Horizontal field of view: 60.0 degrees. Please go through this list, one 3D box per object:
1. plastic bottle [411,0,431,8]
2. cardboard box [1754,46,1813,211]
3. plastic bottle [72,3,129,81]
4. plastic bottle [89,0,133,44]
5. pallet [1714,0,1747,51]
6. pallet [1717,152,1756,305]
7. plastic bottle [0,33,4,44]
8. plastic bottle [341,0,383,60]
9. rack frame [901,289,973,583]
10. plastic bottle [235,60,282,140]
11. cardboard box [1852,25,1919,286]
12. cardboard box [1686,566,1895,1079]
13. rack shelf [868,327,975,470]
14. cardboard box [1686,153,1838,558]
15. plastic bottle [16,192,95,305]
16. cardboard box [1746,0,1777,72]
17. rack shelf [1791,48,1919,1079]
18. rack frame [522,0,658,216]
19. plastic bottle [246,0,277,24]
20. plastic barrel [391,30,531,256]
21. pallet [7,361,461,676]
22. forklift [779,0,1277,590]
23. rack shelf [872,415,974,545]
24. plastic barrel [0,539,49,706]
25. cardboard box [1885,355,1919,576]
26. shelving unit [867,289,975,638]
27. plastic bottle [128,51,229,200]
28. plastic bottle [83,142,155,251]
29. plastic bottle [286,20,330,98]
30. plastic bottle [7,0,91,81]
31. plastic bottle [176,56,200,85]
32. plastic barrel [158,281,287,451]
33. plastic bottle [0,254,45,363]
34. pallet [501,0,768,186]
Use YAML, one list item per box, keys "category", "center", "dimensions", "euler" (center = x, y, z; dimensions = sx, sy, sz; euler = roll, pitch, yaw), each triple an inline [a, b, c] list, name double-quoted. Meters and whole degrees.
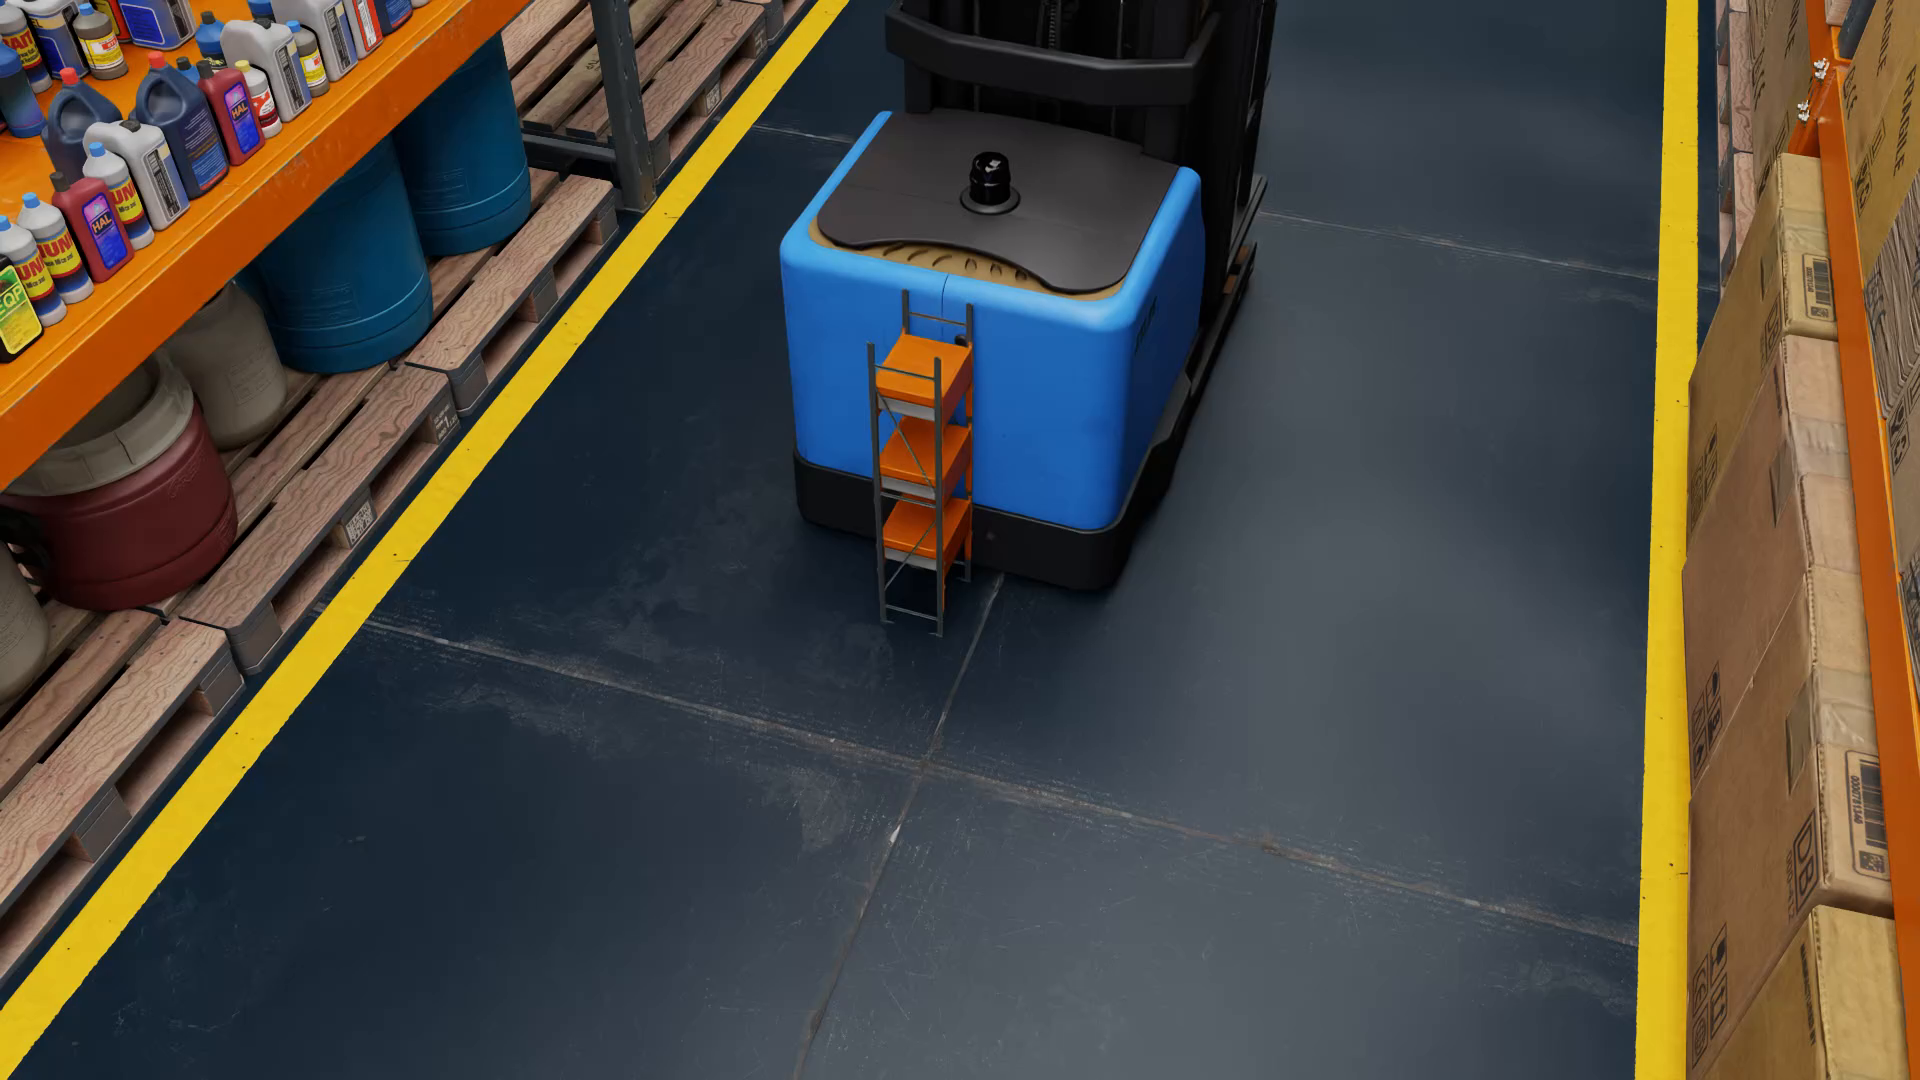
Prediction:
- category: "plastic bottle"
  center: [-1.668, -1.796, 4.976]
  dimensions: [0.144, 0.351, 0.185]
  euler: [13, 46, 13]
- category: "cardboard box"
  center: [3.295, -1.260, 5.612]
  dimensions: [0.875, 0.875, 0.875]
  euler: [13, 46, 13]
- category: "plastic bottle"
  center: [-2.431, -1.411, 4.689]
  dimensions: [0.097, 0.201, 0.097]
  euler: [0, 44, 0]
- category: "plastic bottle"
  center: [-2.485, -1.606, 4.836]
  dimensions: [0.152, 0.276, 0.135]
  euler: [13, 46, 13]
- category: "pallet"
  center: [4.063, -2.567, 7.722]
  dimensions: [1.003, 0.211, 1.213]
  euler: [13, 46, 13]
- category: "pallet"
  center: [3.324, -0.940, 6.060]
  dimensions: [1.003, 0.211, 1.213]
  euler: [13, 46, 13]
- category: "plastic bottle"
  center: [-2.646, -1.314, 4.540]
  dimensions: [0.097, 0.271, 0.097]
  euler: [0, 44, 0]
- category: "plastic bottle"
  center: [-1.776, -1.541, 4.768]
  dimensions: [0.152, 0.276, 0.135]
  euler: [13, 46, 13]
- category: "rack frame"
  center: [-0.061, -0.269, 4.775]
  dimensions: [0.200, 1.050, 0.008]
  euler: [14, 46, 14]
- category: "plastic bottle"
  center: [-1.896, -1.186, 4.460]
  dimensions: [0.097, 0.201, 0.097]
  euler: [0, 44, 0]
- category: "cardboard box"
  center: [2.490, -0.893, 3.947]
  dimensions: [0.500, 0.500, 0.500]
  euler: [13, 46, 13]
- category: "cardboard box"
  center: [2.314, 0.781, 3.526]
  dimensions: [1.225, 0.875, 0.875]
  euler: [13, 46, 13]
- category: "rack shelf"
  center: [-0.102, -0.384, 4.501]
  dimensions: [0.215, 0.259, 0.240]
  euler: [14, 46, 14]
- category: "cardboard box"
  center: [2.844, -0.406, 4.740]
  dimensions: [1.225, 0.875, 0.875]
  euler: [13, 46, 13]
- category: "plastic bottle"
  center: [-2.133, -0.691, 3.903]
  dimensions: [0.097, 0.271, 0.097]
  euler: [0, 44, 0]
- category: "cardboard box"
  center: [3.837, -2.453, 6.831]
  dimensions: [0.875, 0.875, 0.875]
  euler: [13, 46, 13]
- category: "rack shelf"
  center: [2.413, 0.144, 3.473]
  dimensions: [1.077, 0.370, 4.000]
  euler: [13, 46, 13]
- category: "rack frame"
  center: [-1.701, -2.496, 5.656]
  dimensions: [1.000, 3.000, 0.127]
  euler: [13, 46, 13]
- category: "plastic bottle"
  center: [-1.941, -1.463, 4.693]
  dimensions: [0.097, 0.271, 0.097]
  euler: [0, 44, 0]
- category: "plastic barrel"
  center: [-1.882, -1.537, 5.876]
  dimensions: [0.600, 0.901, 0.708]
  euler: [13, 46, 13]
- category: "pallet"
  center: [-2.342, -0.178, 5.281]
  dimensions: [1.003, 0.211, 1.213]
  euler: [13, 46, 13]
- category: "forklift"
  center: [0.462, -1.944, 5.141]
  dimensions: [1.130, 2.935, 3.031]
  euler: [14, 46, 14]
- category: "rack shelf"
  center: [-0.102, -0.181, 4.700]
  dimensions: [0.215, 0.259, 0.240]
  euler: [14, 46, 14]
- category: "plastic barrel"
  center: [-2.695, 0.185, 4.395]
  dimensions: [0.421, 0.512, 0.421]
  euler: [0, 44, 0]
- category: "cardboard box"
  center: [2.187, -0.214, 3.253]
  dimensions: [0.500, 0.500, 0.500]
  euler: [13, 46, 13]
- category: "shelving unit"
  center: [-0.102, -0.189, 4.693]
  dimensions: [0.215, 1.050, 0.252]
  euler: [14, 46, 14]
- category: "plastic bottle"
  center: [-2.002, -1.062, 4.226]
  dimensions: [0.144, 0.351, 0.185]
  euler: [13, 46, 13]
- category: "plastic bottle"
  center: [-2.063, -0.845, 4.061]
  dimensions: [0.097, 0.271, 0.097]
  euler: [0, 44, 0]
- category: "plastic bottle"
  center: [-1.826, -1.341, 4.618]
  dimensions: [0.097, 0.201, 0.097]
  euler: [0, 44, 0]
- category: "plastic bottle"
  center: [-2.555, -1.452, 4.678]
  dimensions: [0.152, 0.276, 0.135]
  euler: [13, 46, 13]
- category: "plastic bottle"
  center: [-1.994, -1.135, 4.358]
  dimensions: [0.097, 0.271, 0.097]
  euler: [0, 44, 0]
- category: "plastic barrel"
  center: [-2.353, -0.568, 5.164]
  dimensions: [0.421, 0.512, 0.421]
  euler: [0, 44, 0]
- category: "plastic bottle"
  center: [-2.180, -0.550, 3.750]
  dimensions: [0.061, 0.283, 0.133]
  euler: [13, 46, 13]
- category: "pallet"
  center: [-1.516, -1.997, 7.140]
  dimensions: [1.003, 0.211, 1.213]
  euler: [13, 46, 13]
